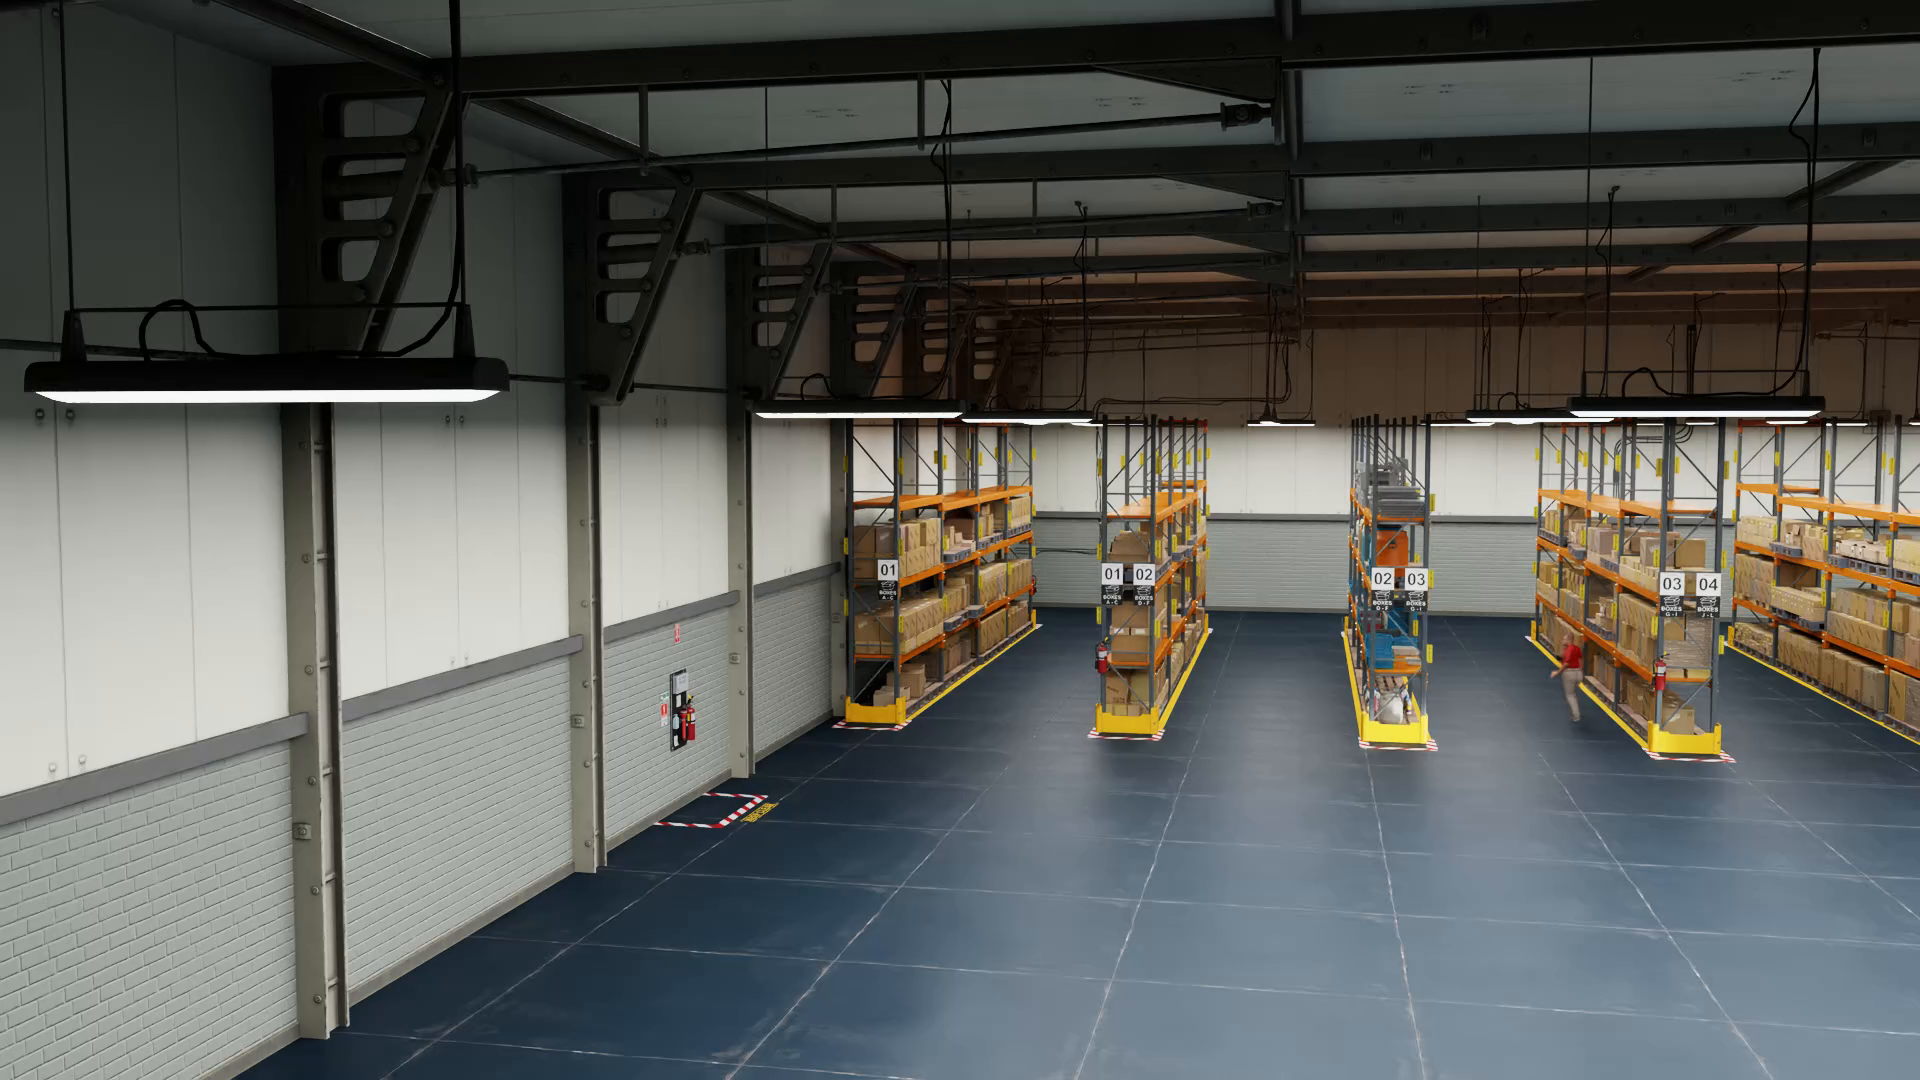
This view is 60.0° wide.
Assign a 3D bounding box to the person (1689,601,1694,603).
[{"bbox_3d":[20.195,1.931,46.199,0.487,1.479,0.658,1,4,21],"label":"person"}]

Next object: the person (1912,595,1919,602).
[{"bbox_3d":[23.260,2.187,40.458,0.552,1.721,0.558,-1,4,-13],"label":"person"}]

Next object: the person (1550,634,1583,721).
[{"bbox_3d":[12.037,2.747,32.714,0.662,1.800,0.544,-2,4,-24],"label":"person"}]
